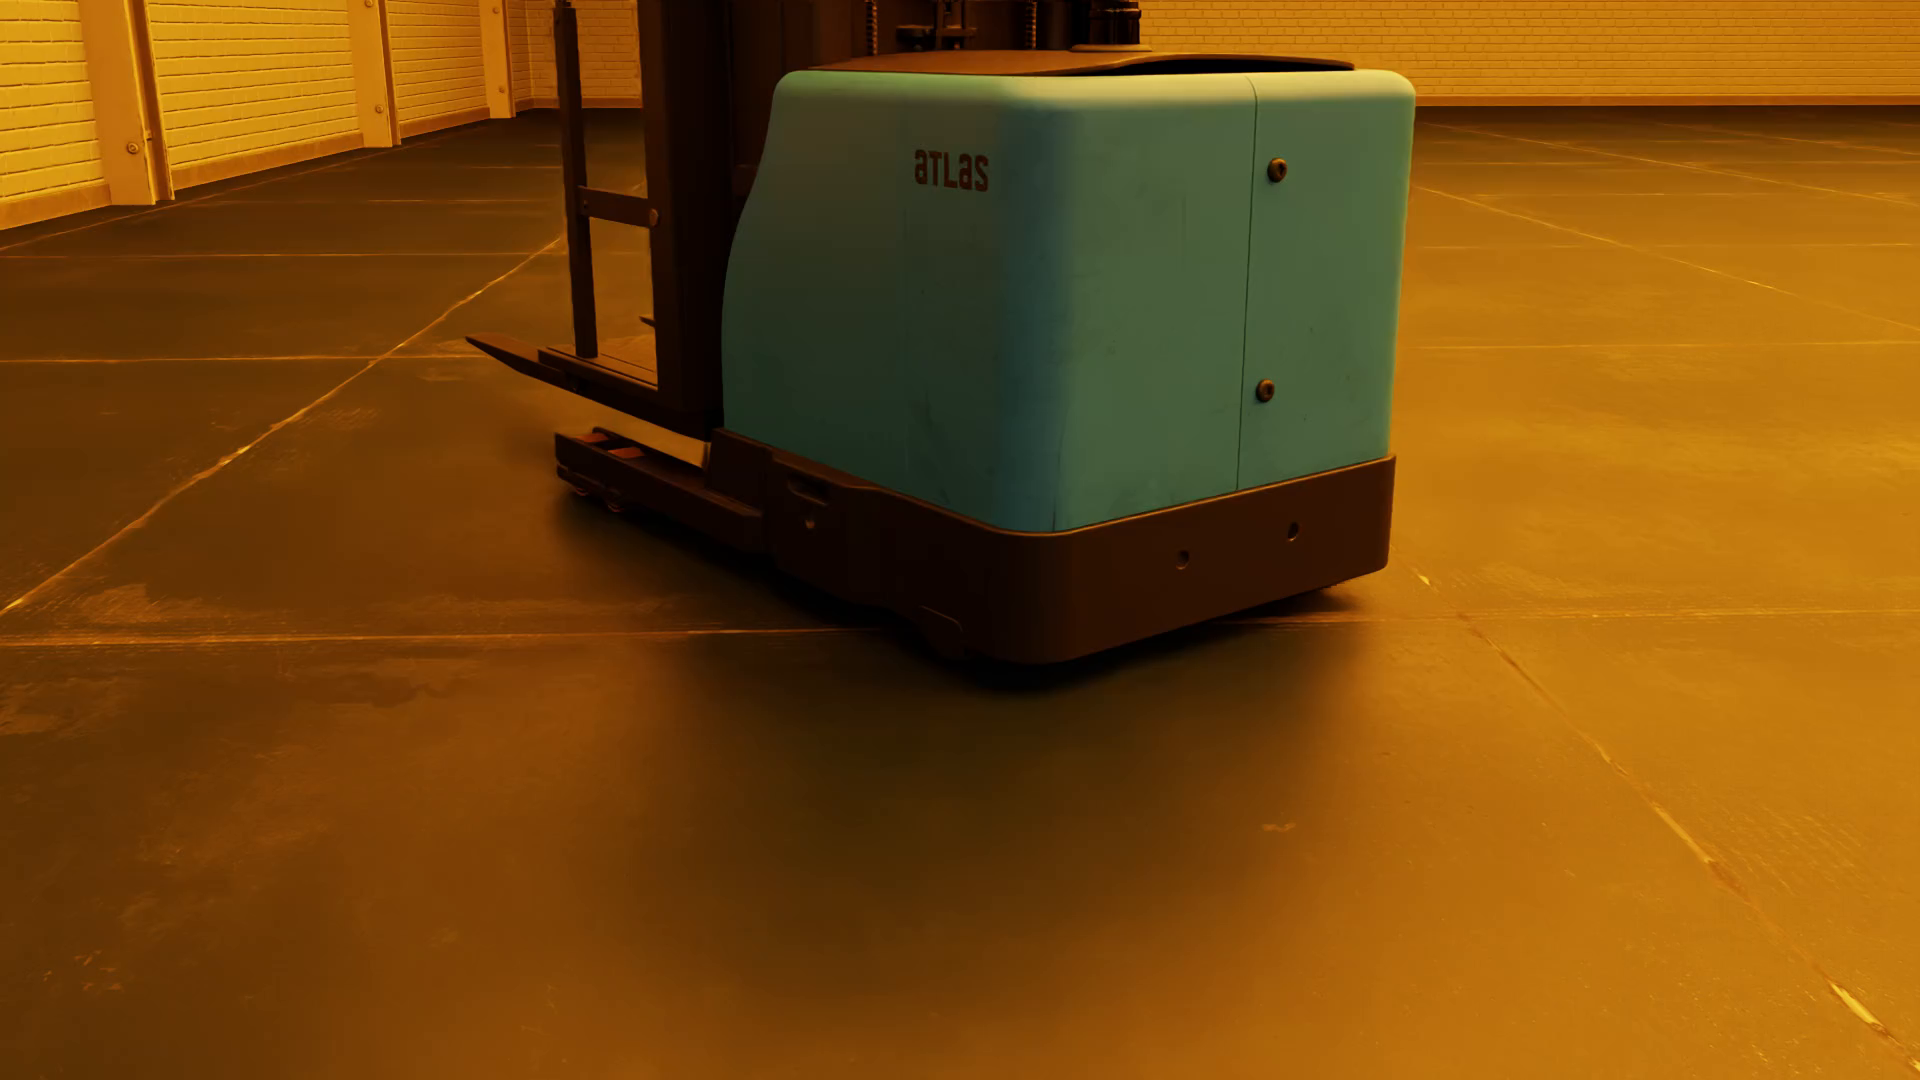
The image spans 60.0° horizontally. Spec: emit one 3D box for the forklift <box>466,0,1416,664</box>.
[{"bbox_3d":[-0.386,-1.544,3.956,1.130,2.935,3.031,-13,21,-35],"label":"forklift"}]
